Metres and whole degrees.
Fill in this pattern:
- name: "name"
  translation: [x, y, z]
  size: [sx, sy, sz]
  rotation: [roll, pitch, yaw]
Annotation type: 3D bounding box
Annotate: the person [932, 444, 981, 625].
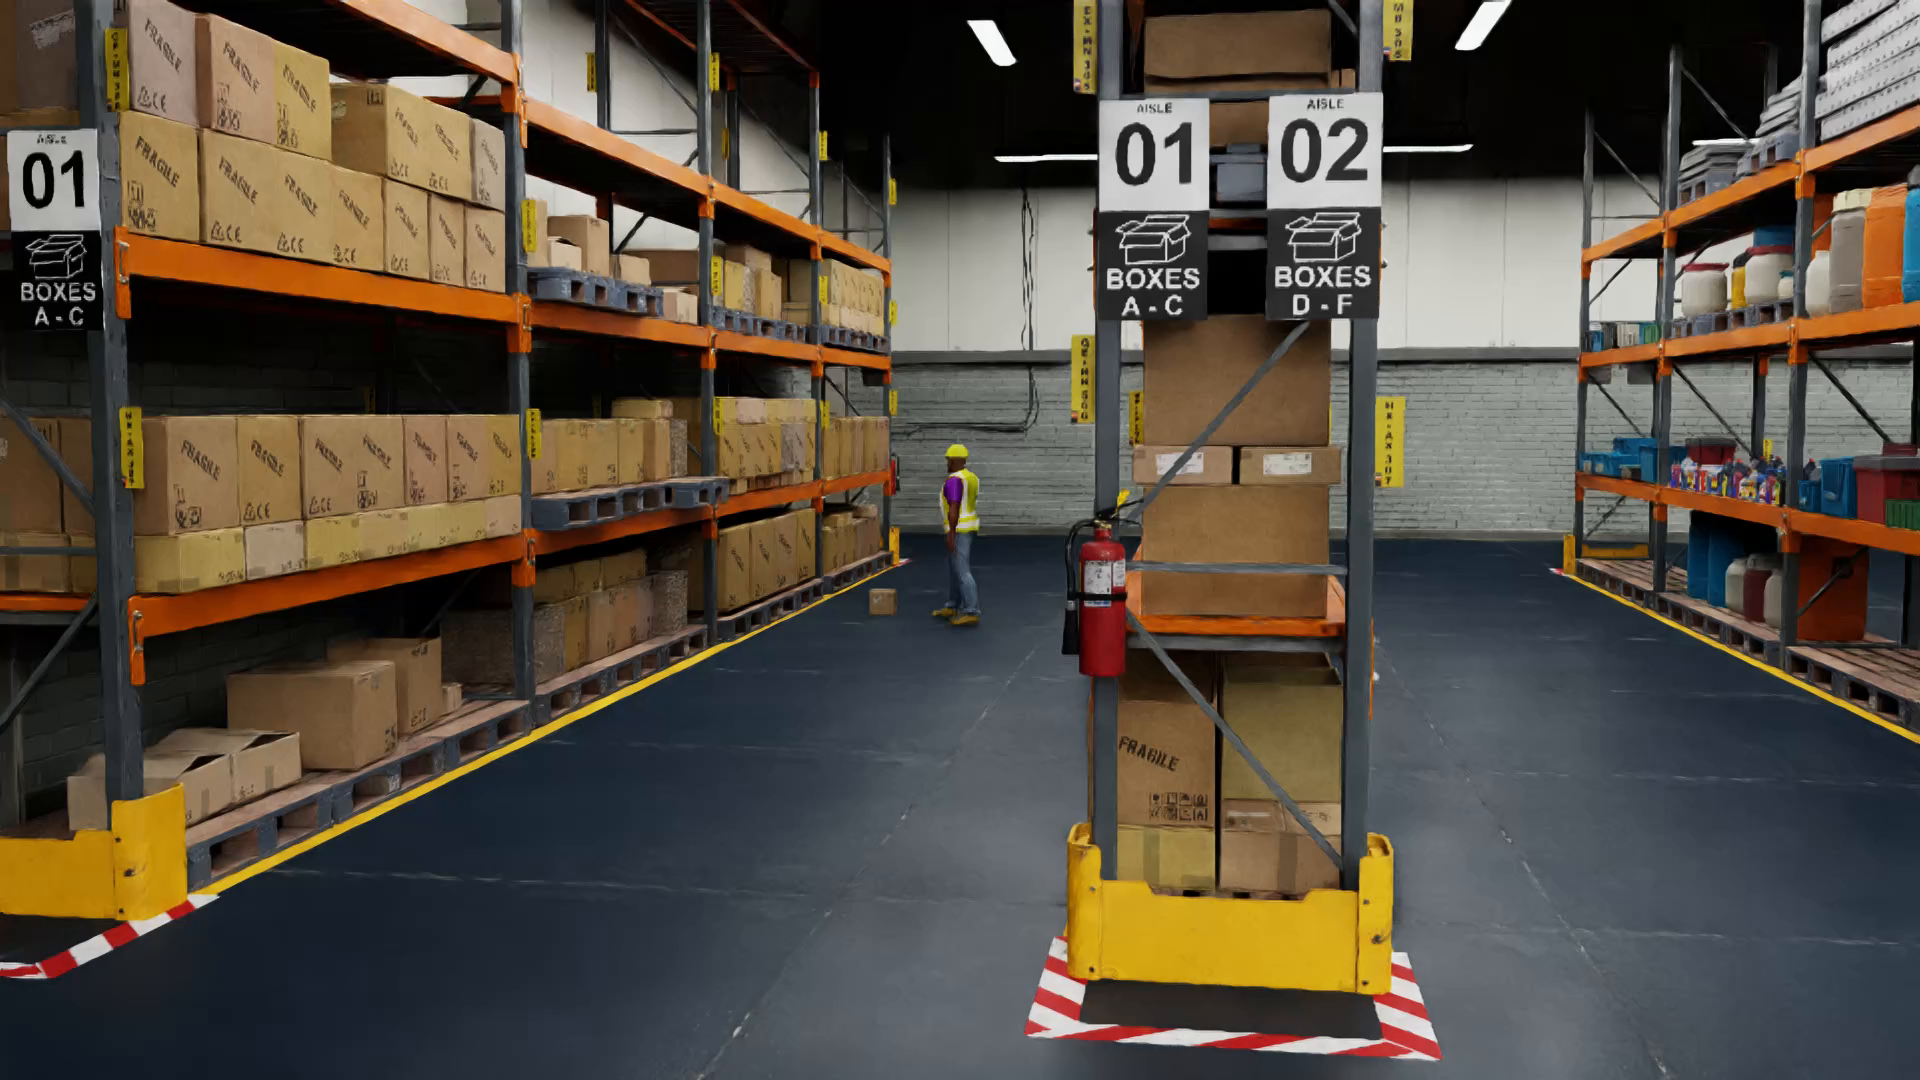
- name: "person"
  translation: [-0.015, -0.067, 16.407]
  size: [0.598, 1.762, 0.635]
  rotation: [1, 5, 18]
